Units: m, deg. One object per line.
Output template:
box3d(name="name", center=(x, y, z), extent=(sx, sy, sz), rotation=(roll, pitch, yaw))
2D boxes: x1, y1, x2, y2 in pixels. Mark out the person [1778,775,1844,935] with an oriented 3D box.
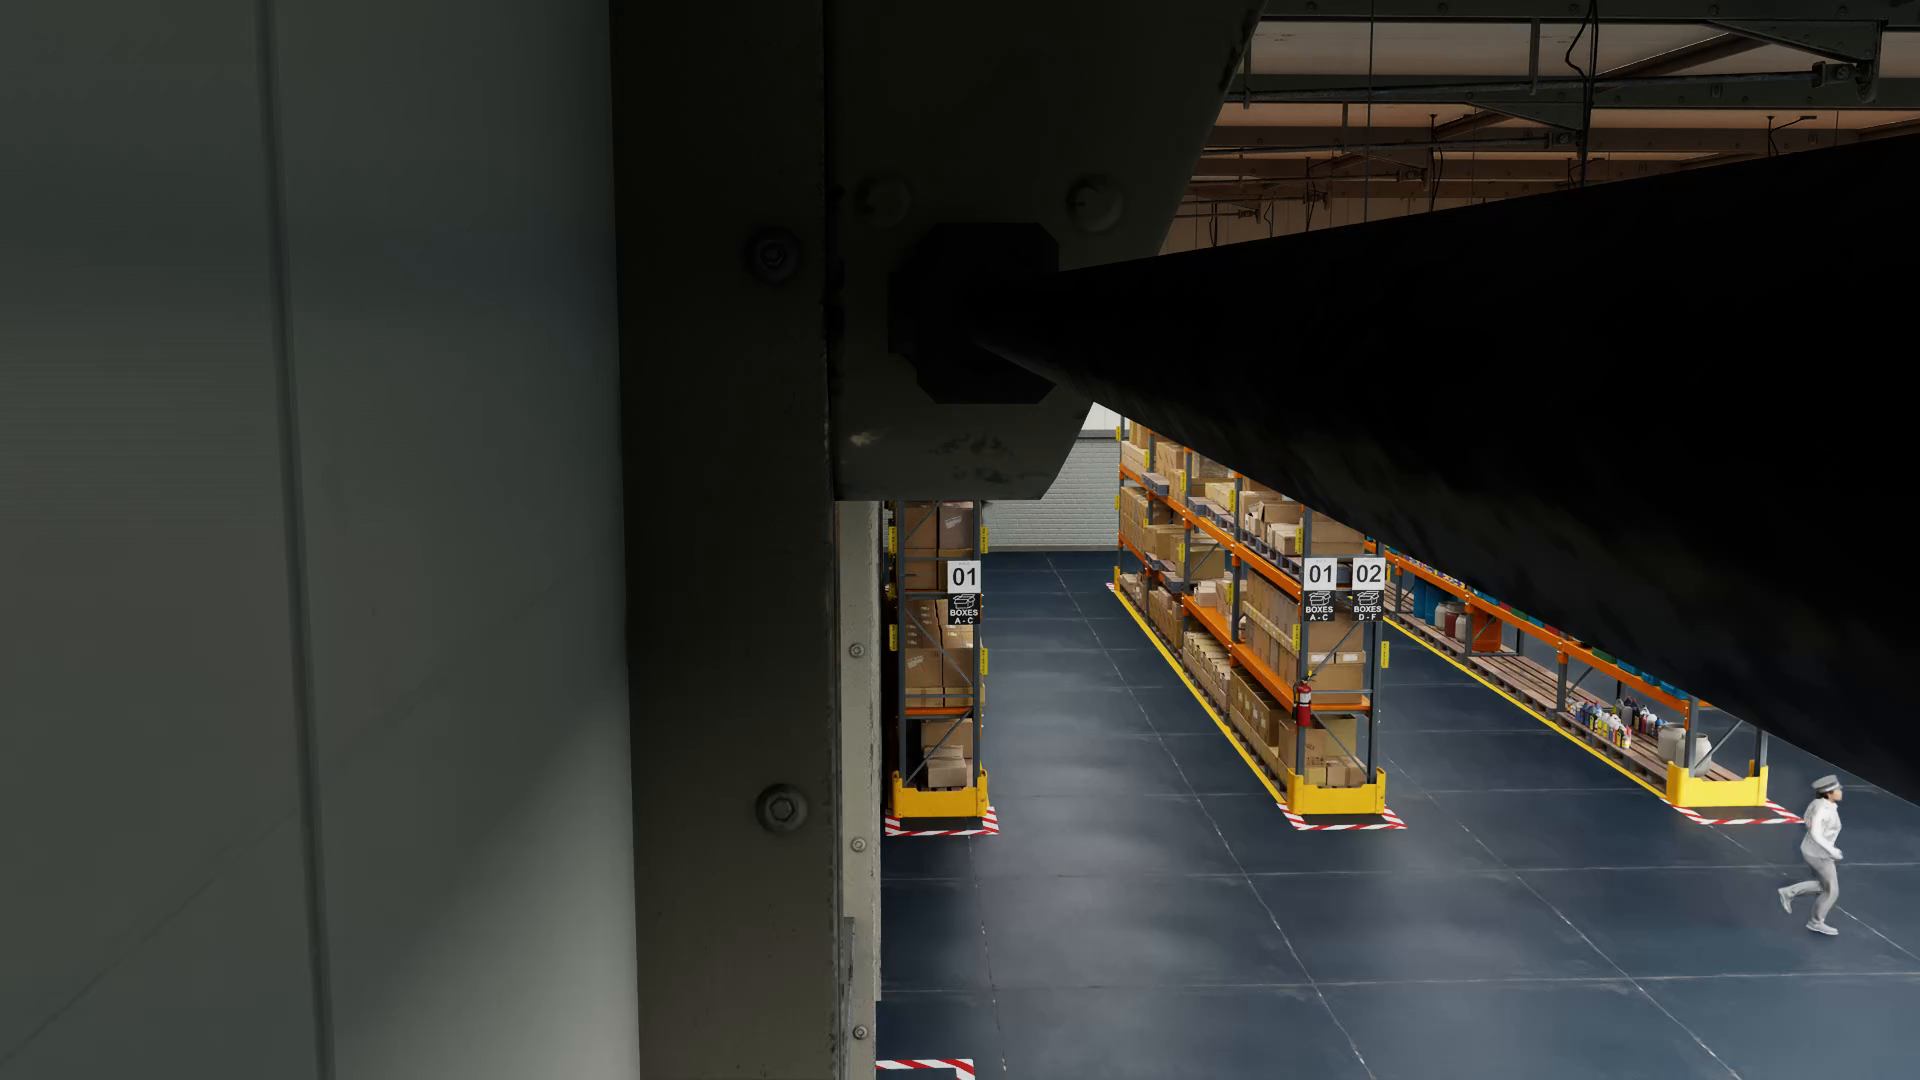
box3d(name="person", center=(8.556, 3.144, 16.664), extent=(0.546, 1.657, 0.639), rotation=(4, 9, 24))
